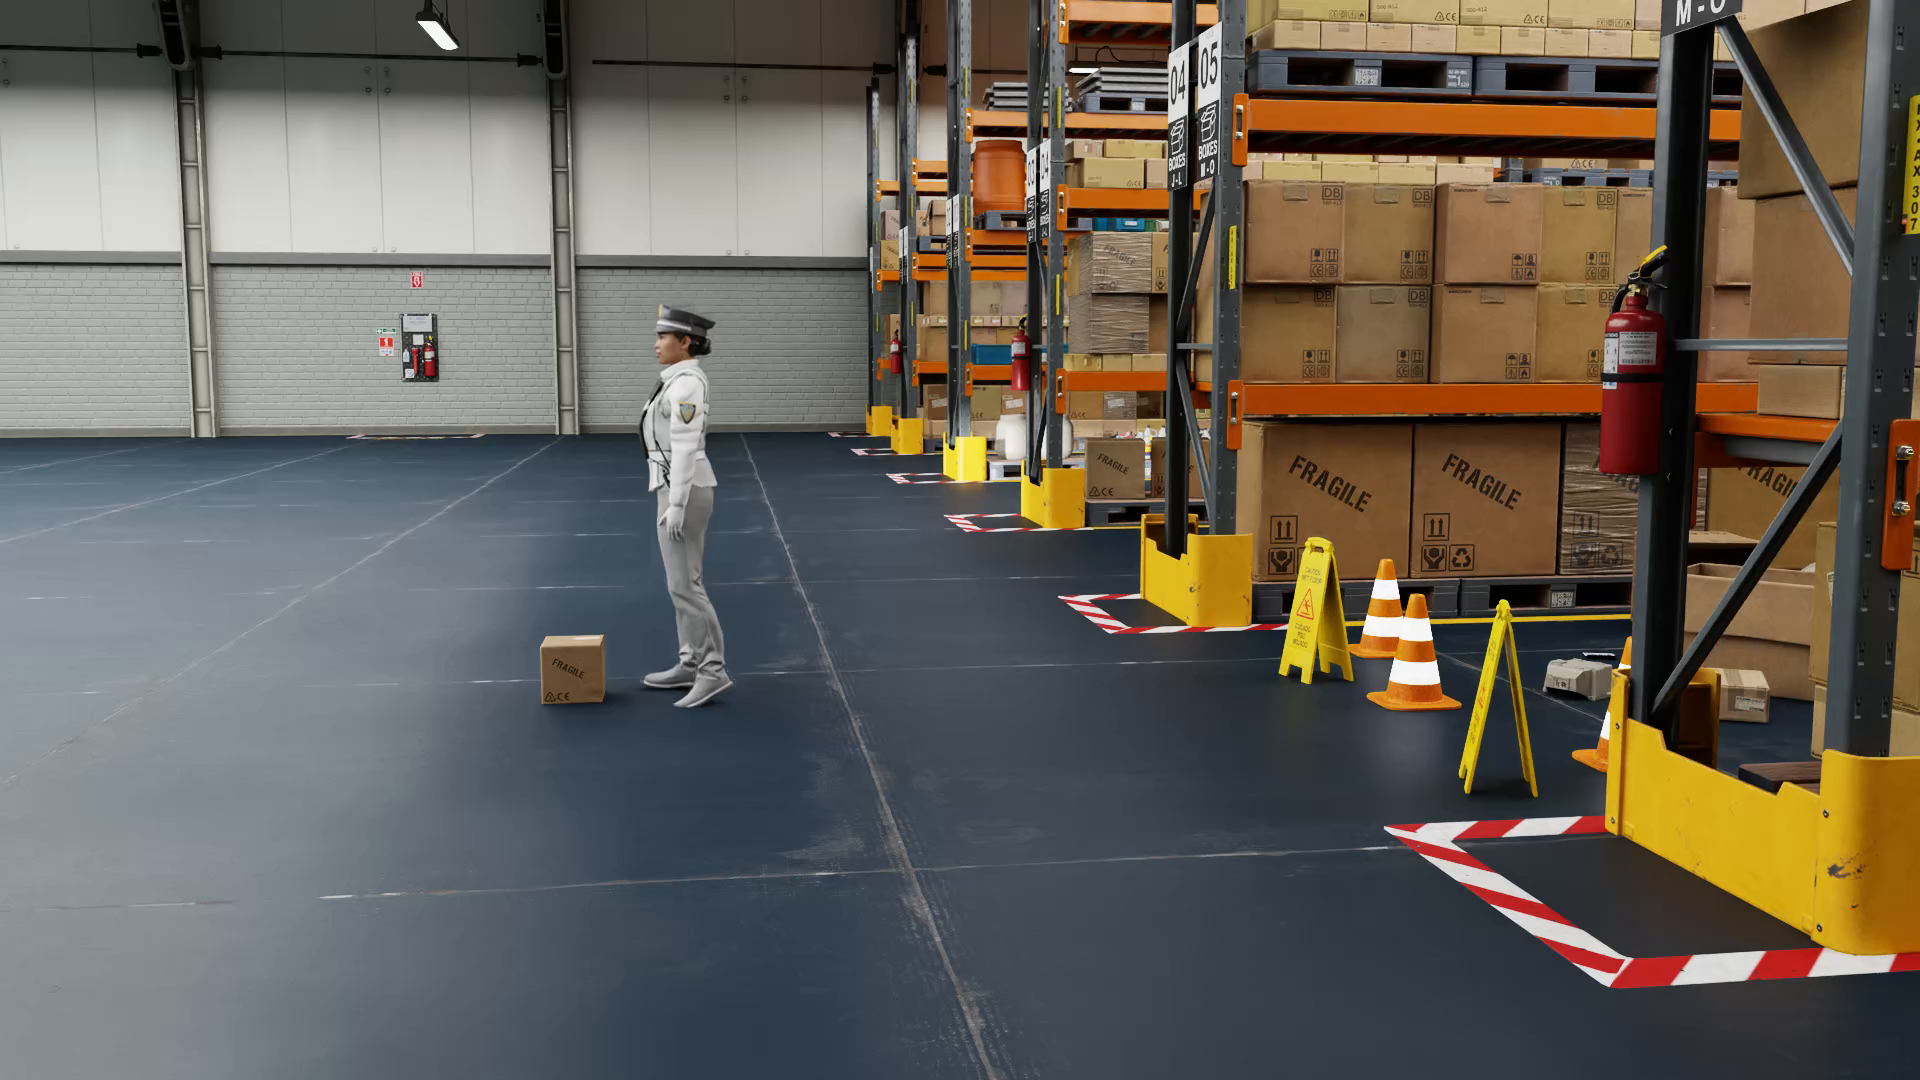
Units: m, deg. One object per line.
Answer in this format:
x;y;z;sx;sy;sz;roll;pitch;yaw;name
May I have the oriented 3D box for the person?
-1.191;-0.144;7.143;0.384;1.740;0.510;-1;7;-8;person
